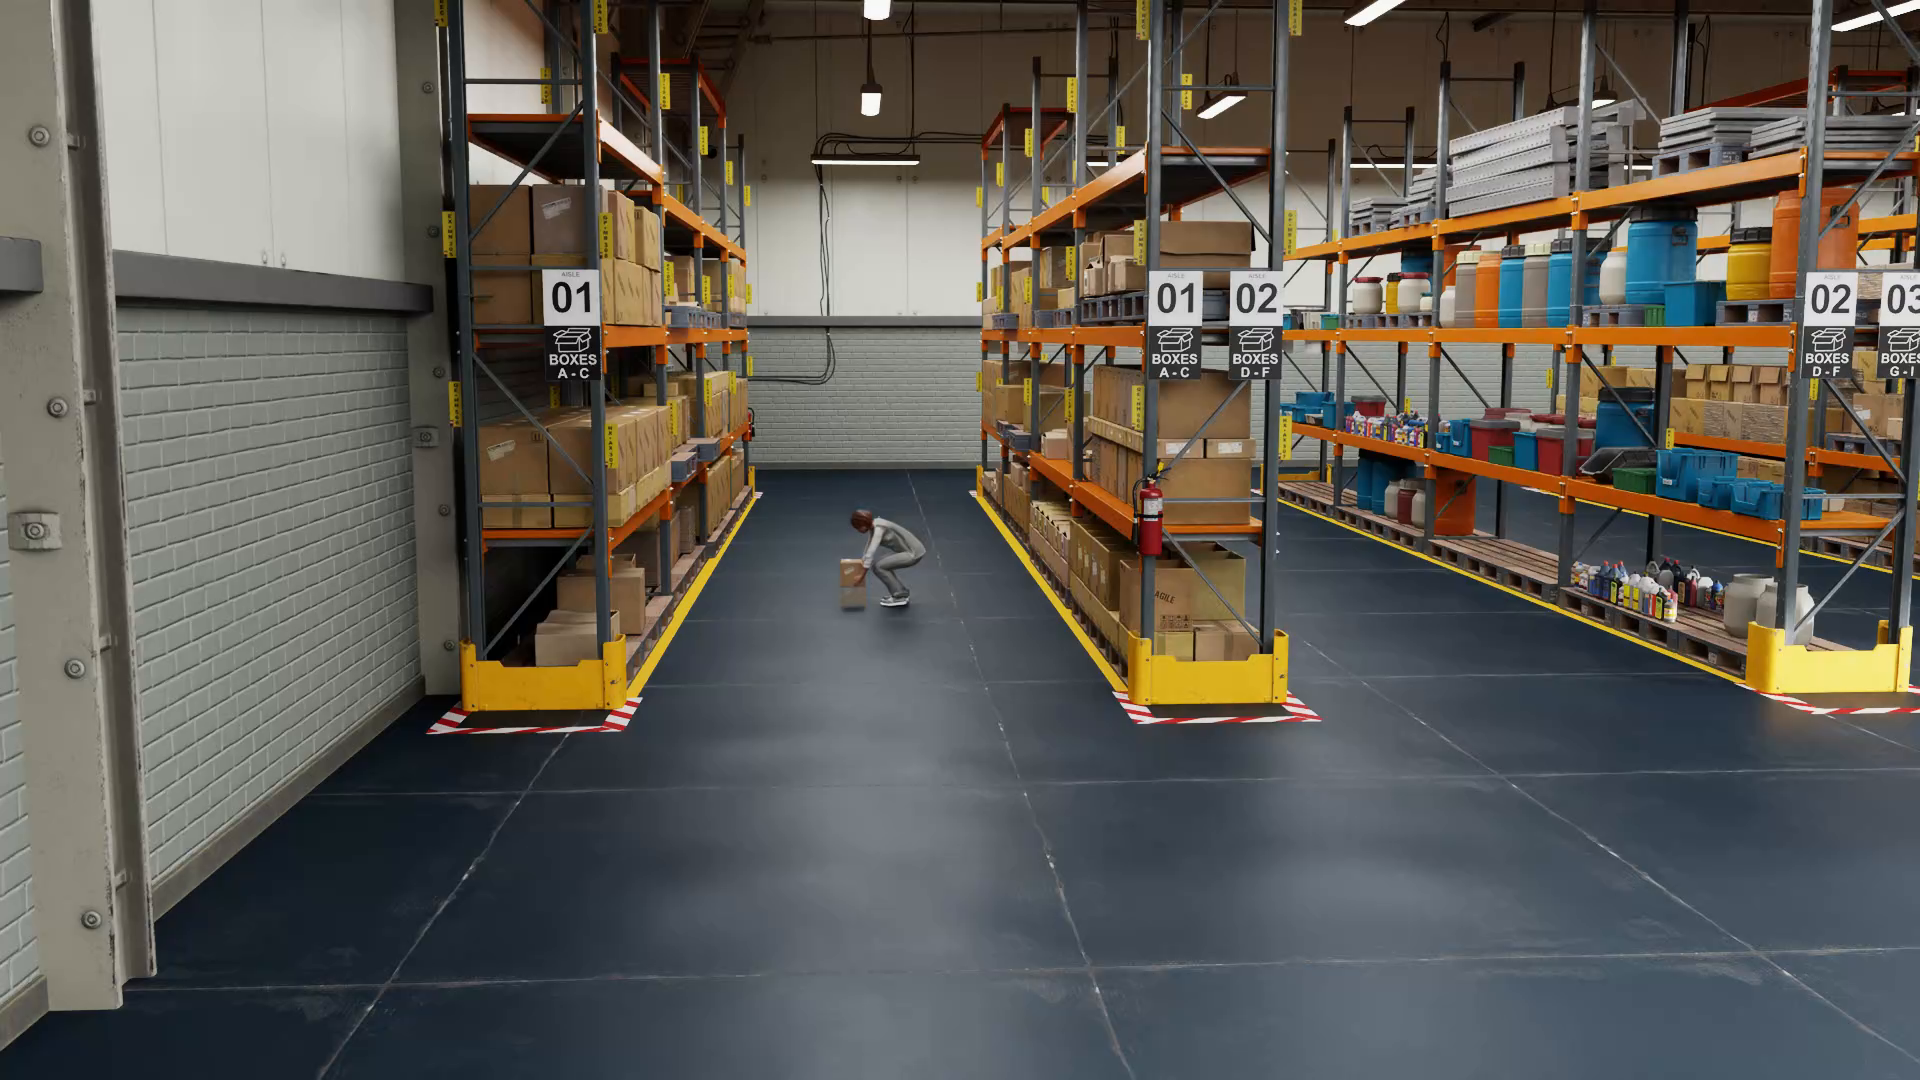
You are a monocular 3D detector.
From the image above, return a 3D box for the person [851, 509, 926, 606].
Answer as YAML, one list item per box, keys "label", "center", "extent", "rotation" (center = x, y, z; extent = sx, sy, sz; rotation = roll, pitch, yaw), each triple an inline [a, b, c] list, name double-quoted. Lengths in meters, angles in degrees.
- label: "person"
  center: [-0.725, 0.181, 16.915]
  extent: [0.767, 0.966, 0.454]
  rotation: [0, 7, -4]
